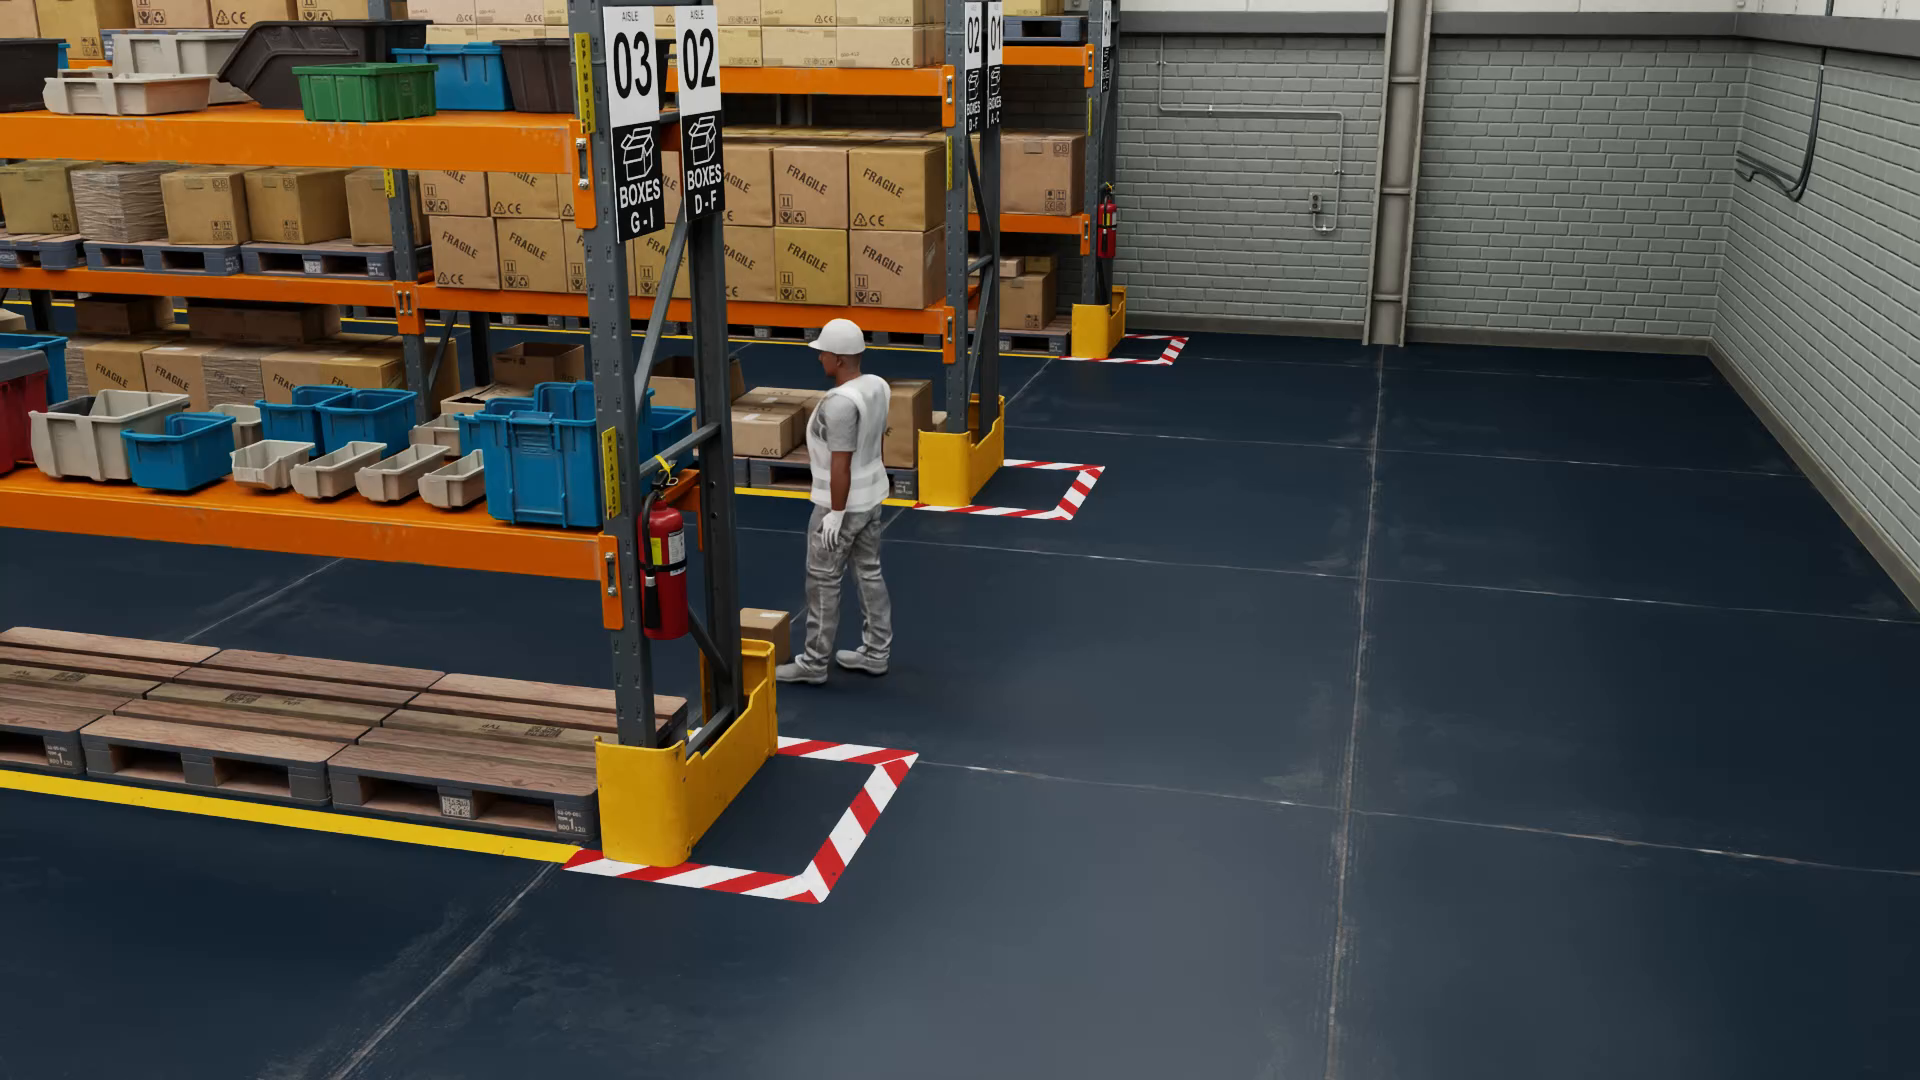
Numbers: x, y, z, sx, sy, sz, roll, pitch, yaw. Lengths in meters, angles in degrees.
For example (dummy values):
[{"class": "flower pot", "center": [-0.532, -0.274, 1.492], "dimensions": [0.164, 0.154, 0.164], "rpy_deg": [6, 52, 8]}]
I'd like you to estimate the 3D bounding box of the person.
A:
[{"class": "person", "center": [-0.625, -0.196, 8.098], "dimensions": [0.547, 1.787, 0.598], "rpy_deg": [7, 19, 21]}]
